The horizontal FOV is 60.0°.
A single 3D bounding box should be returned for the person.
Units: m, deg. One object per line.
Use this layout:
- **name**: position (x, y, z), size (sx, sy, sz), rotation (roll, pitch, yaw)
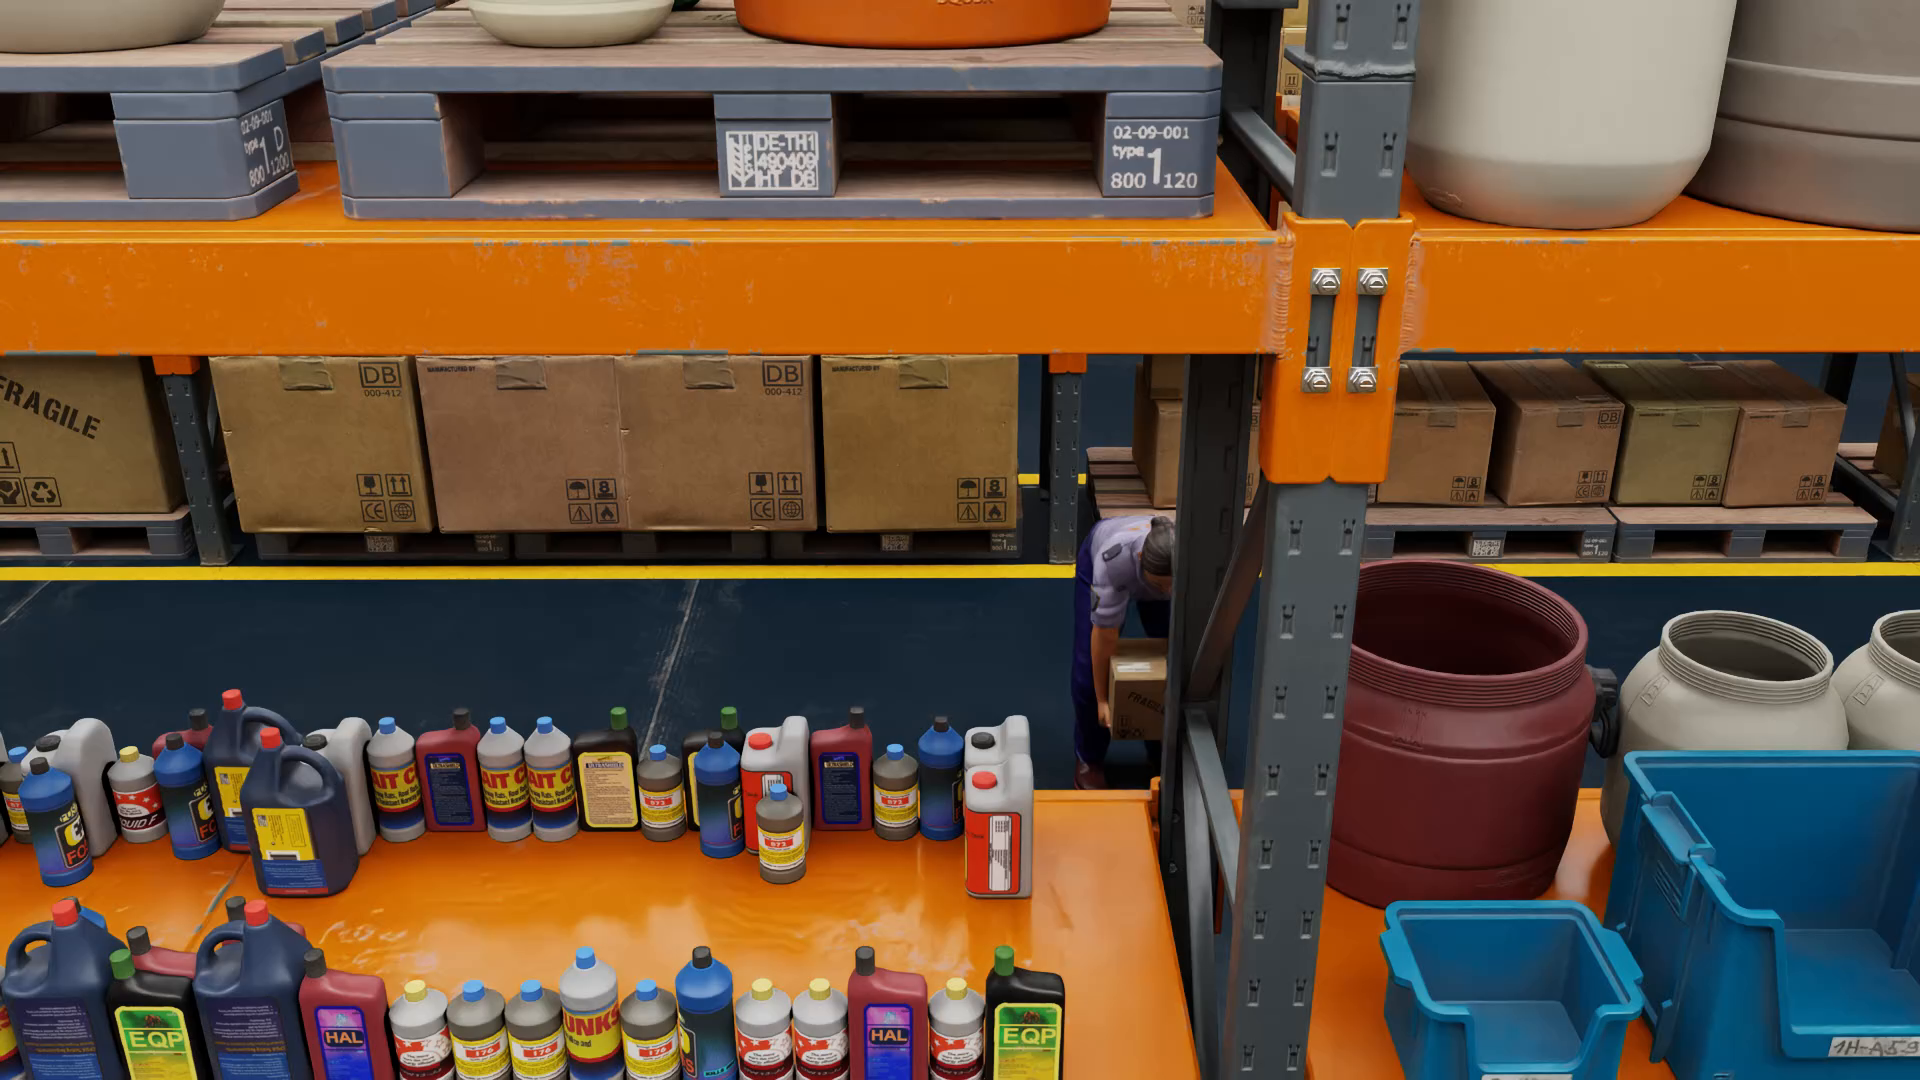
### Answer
- **person**: position (0.624, 0.389, 5.839), size (0.459, 1.179, 0.660), rotation (-1, 24, -2)
